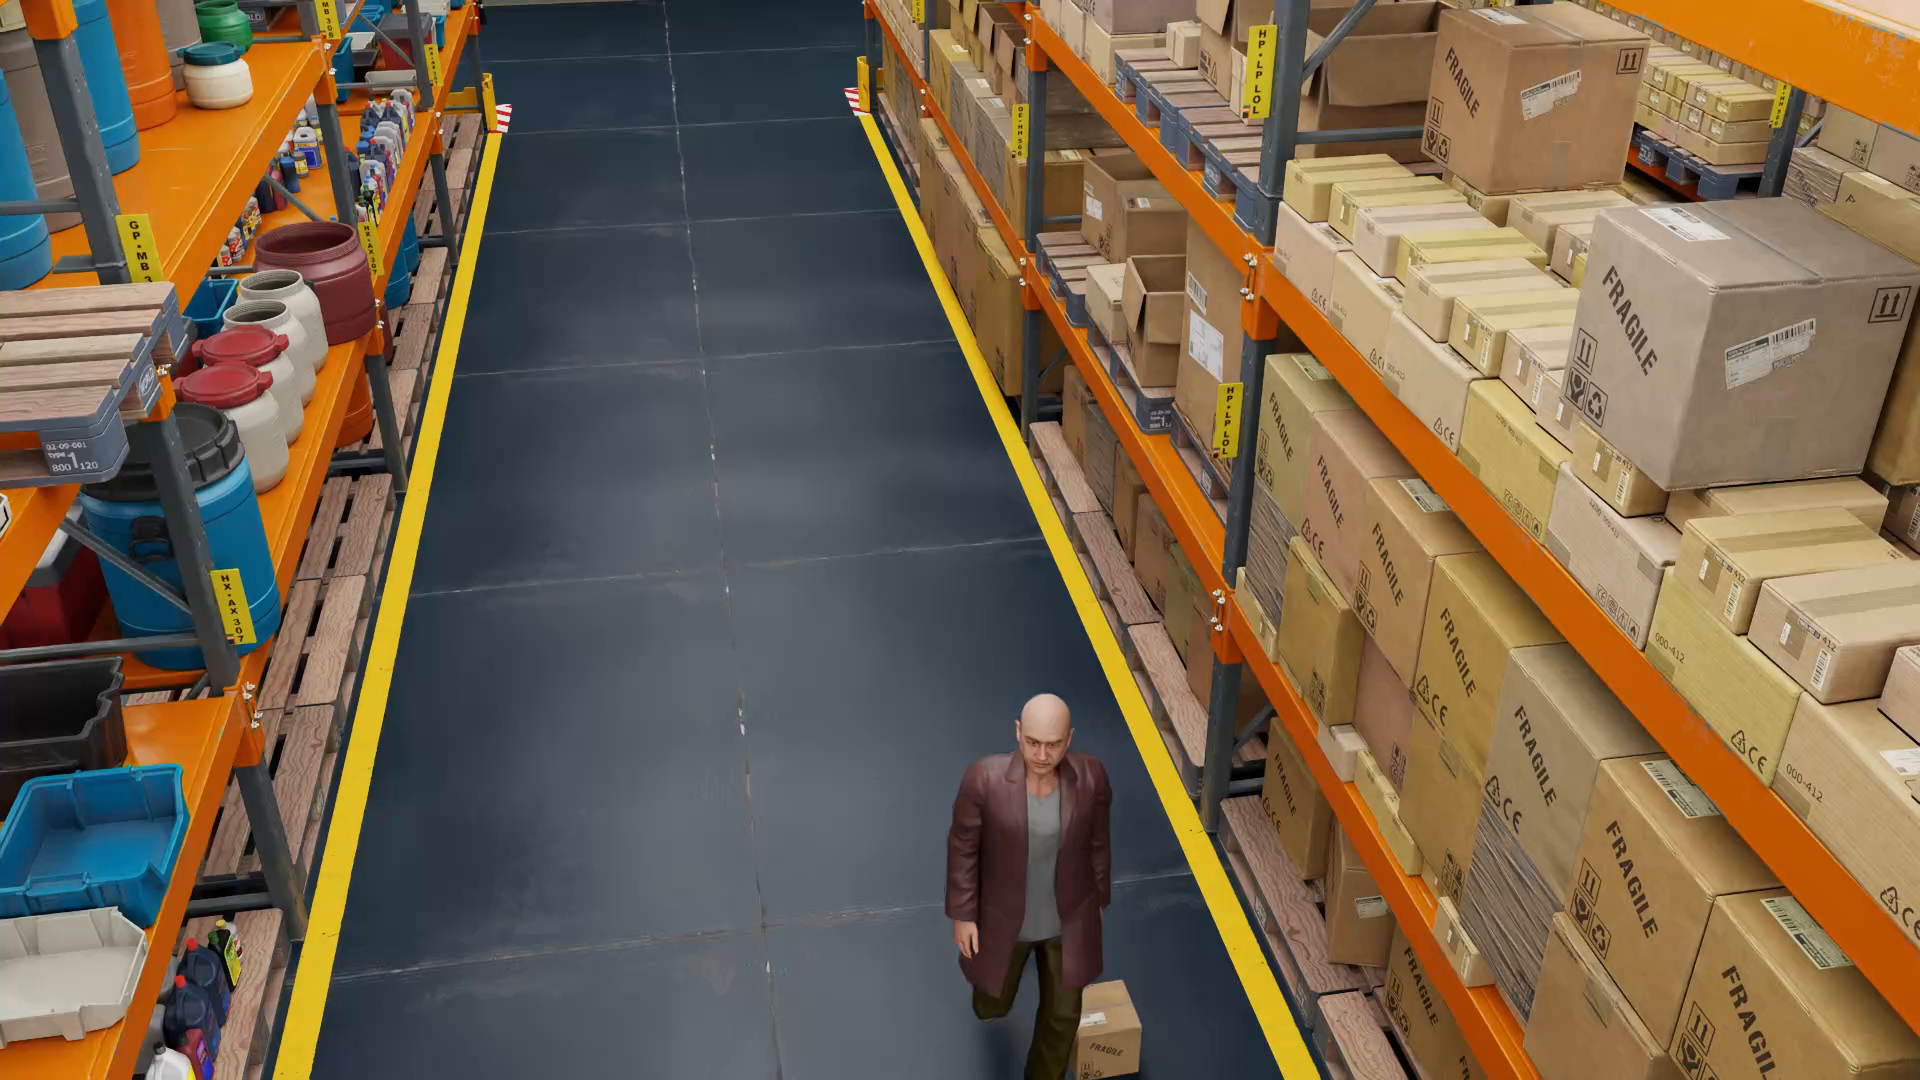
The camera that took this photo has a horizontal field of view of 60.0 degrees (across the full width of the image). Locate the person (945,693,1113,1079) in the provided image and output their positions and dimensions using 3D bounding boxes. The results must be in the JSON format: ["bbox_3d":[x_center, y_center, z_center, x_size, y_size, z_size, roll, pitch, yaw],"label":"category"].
[{"bbox_3d":[0.239,1.277,5.931,0.601,1.753,0.815,-3,30,-4],"label":"person"}]
